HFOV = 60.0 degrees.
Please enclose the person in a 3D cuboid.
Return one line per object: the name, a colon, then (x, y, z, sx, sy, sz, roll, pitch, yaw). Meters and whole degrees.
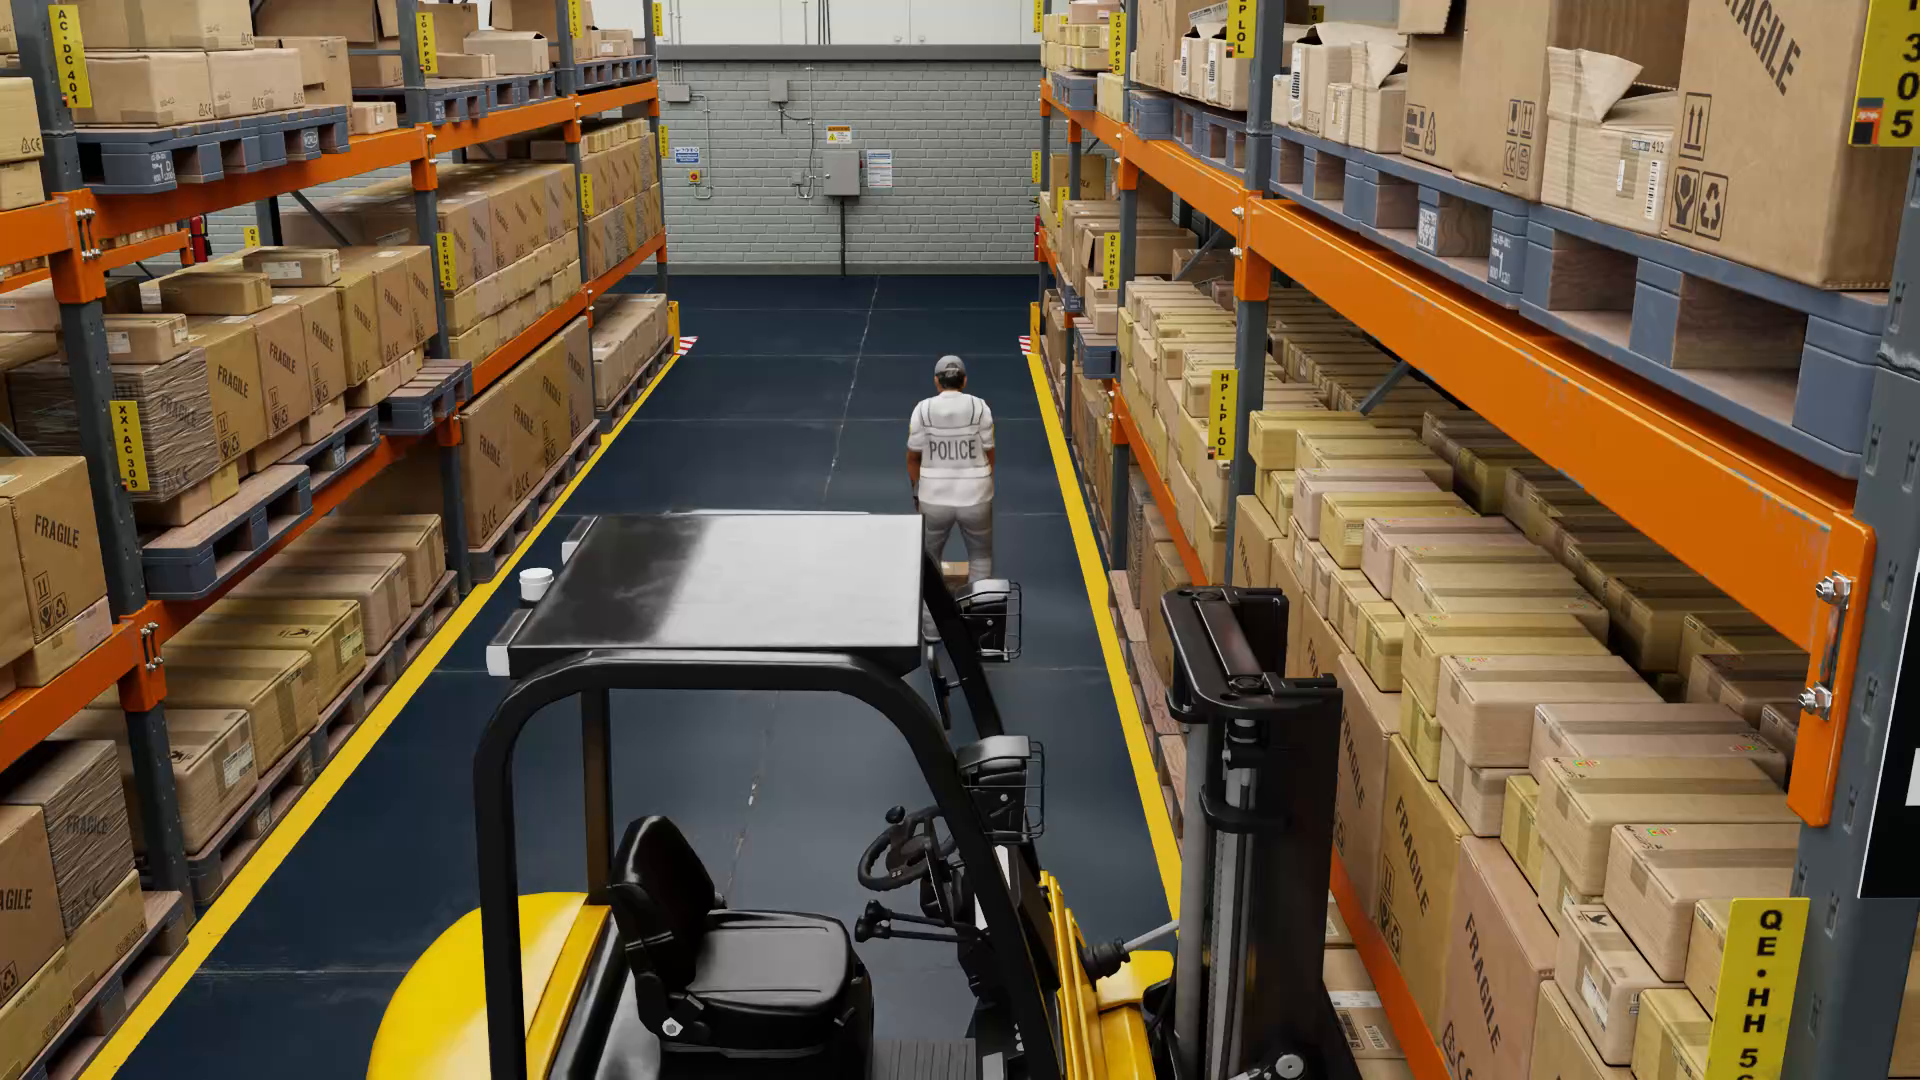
person: (-0.052, -0.218, 9.345, 0.496, 1.619, 0.479, 0, 17, 1)
